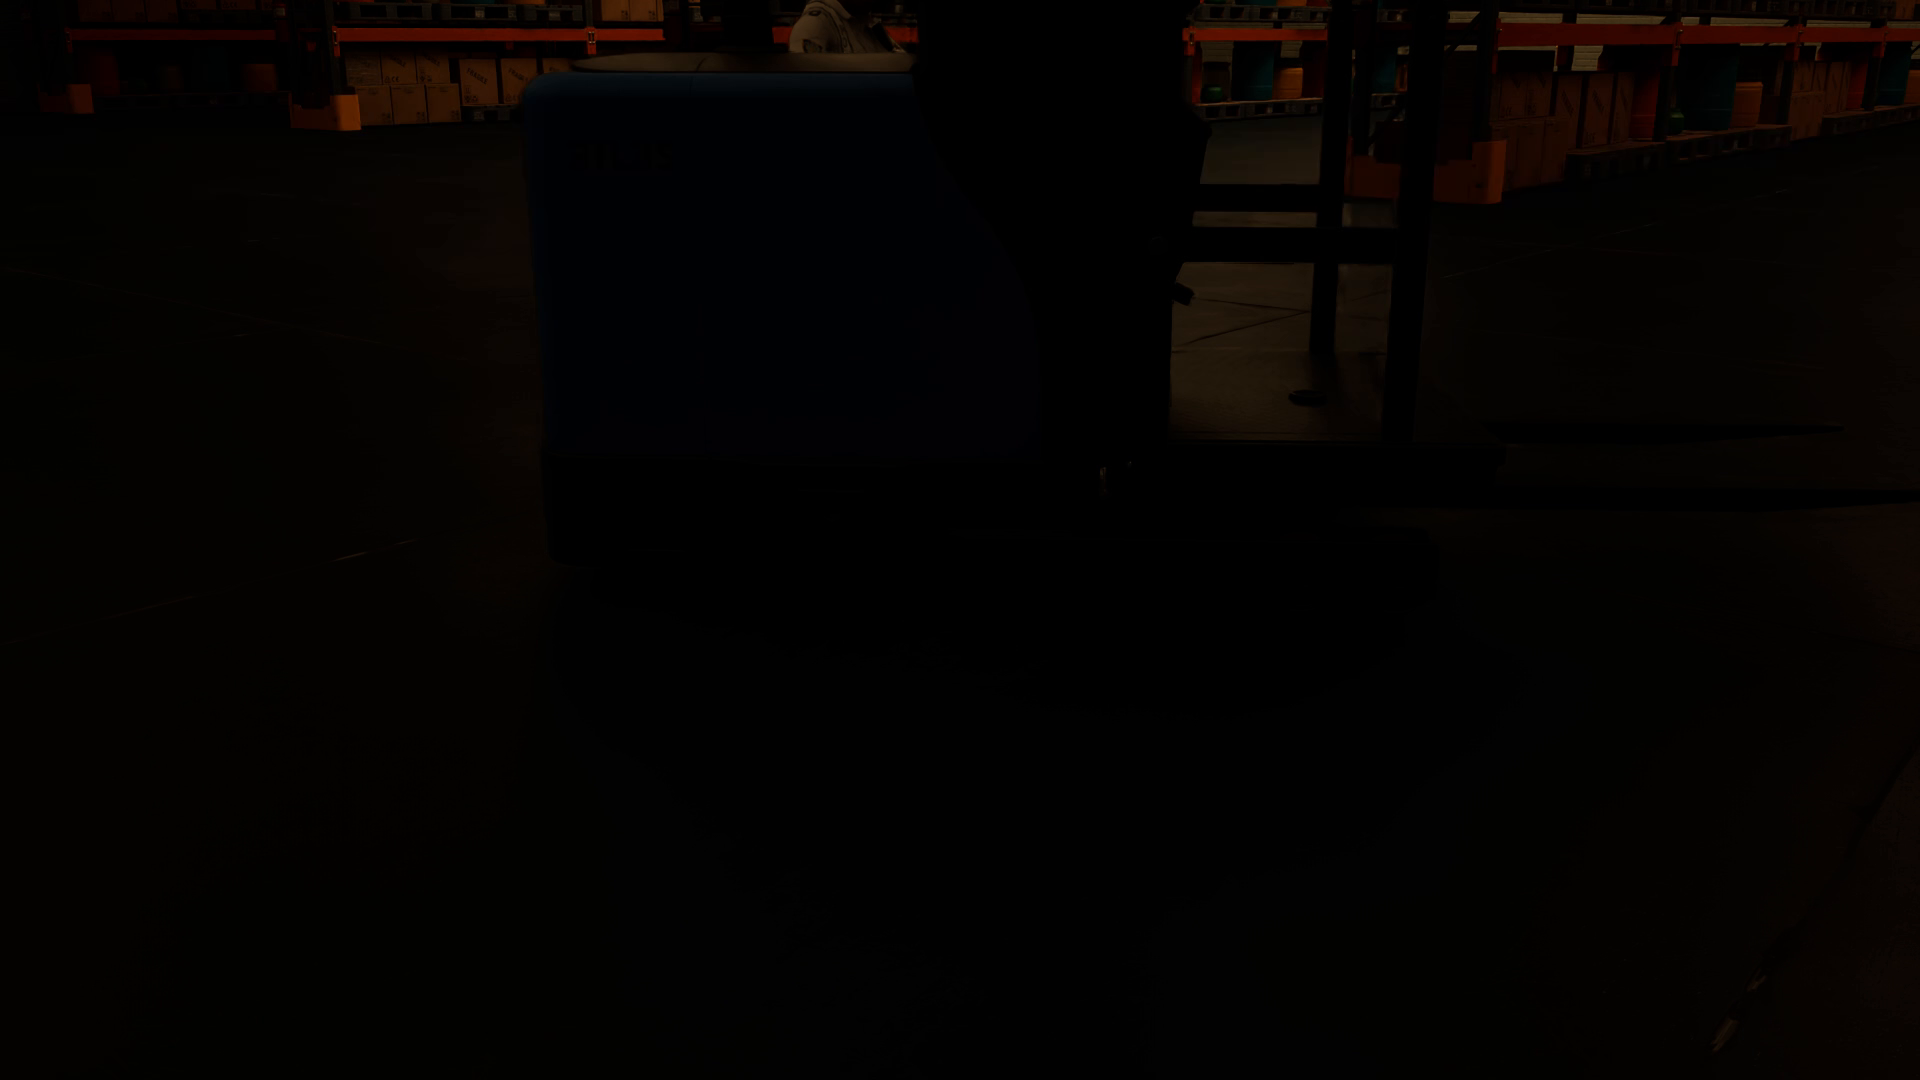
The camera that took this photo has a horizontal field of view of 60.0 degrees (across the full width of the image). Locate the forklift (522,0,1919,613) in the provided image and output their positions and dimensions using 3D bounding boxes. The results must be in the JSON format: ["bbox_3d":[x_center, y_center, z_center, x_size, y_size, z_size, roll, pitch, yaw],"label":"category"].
[{"bbox_3d":[0.645,-1.408,3.533,3.031,2.935,1.130,1,17,3],"label":"forklift"}]

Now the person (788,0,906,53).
[{"bbox_3d":[-0.330,-1.483,6.417,0.887,1.481,0.982,10,20,30],"label":"person"}]
